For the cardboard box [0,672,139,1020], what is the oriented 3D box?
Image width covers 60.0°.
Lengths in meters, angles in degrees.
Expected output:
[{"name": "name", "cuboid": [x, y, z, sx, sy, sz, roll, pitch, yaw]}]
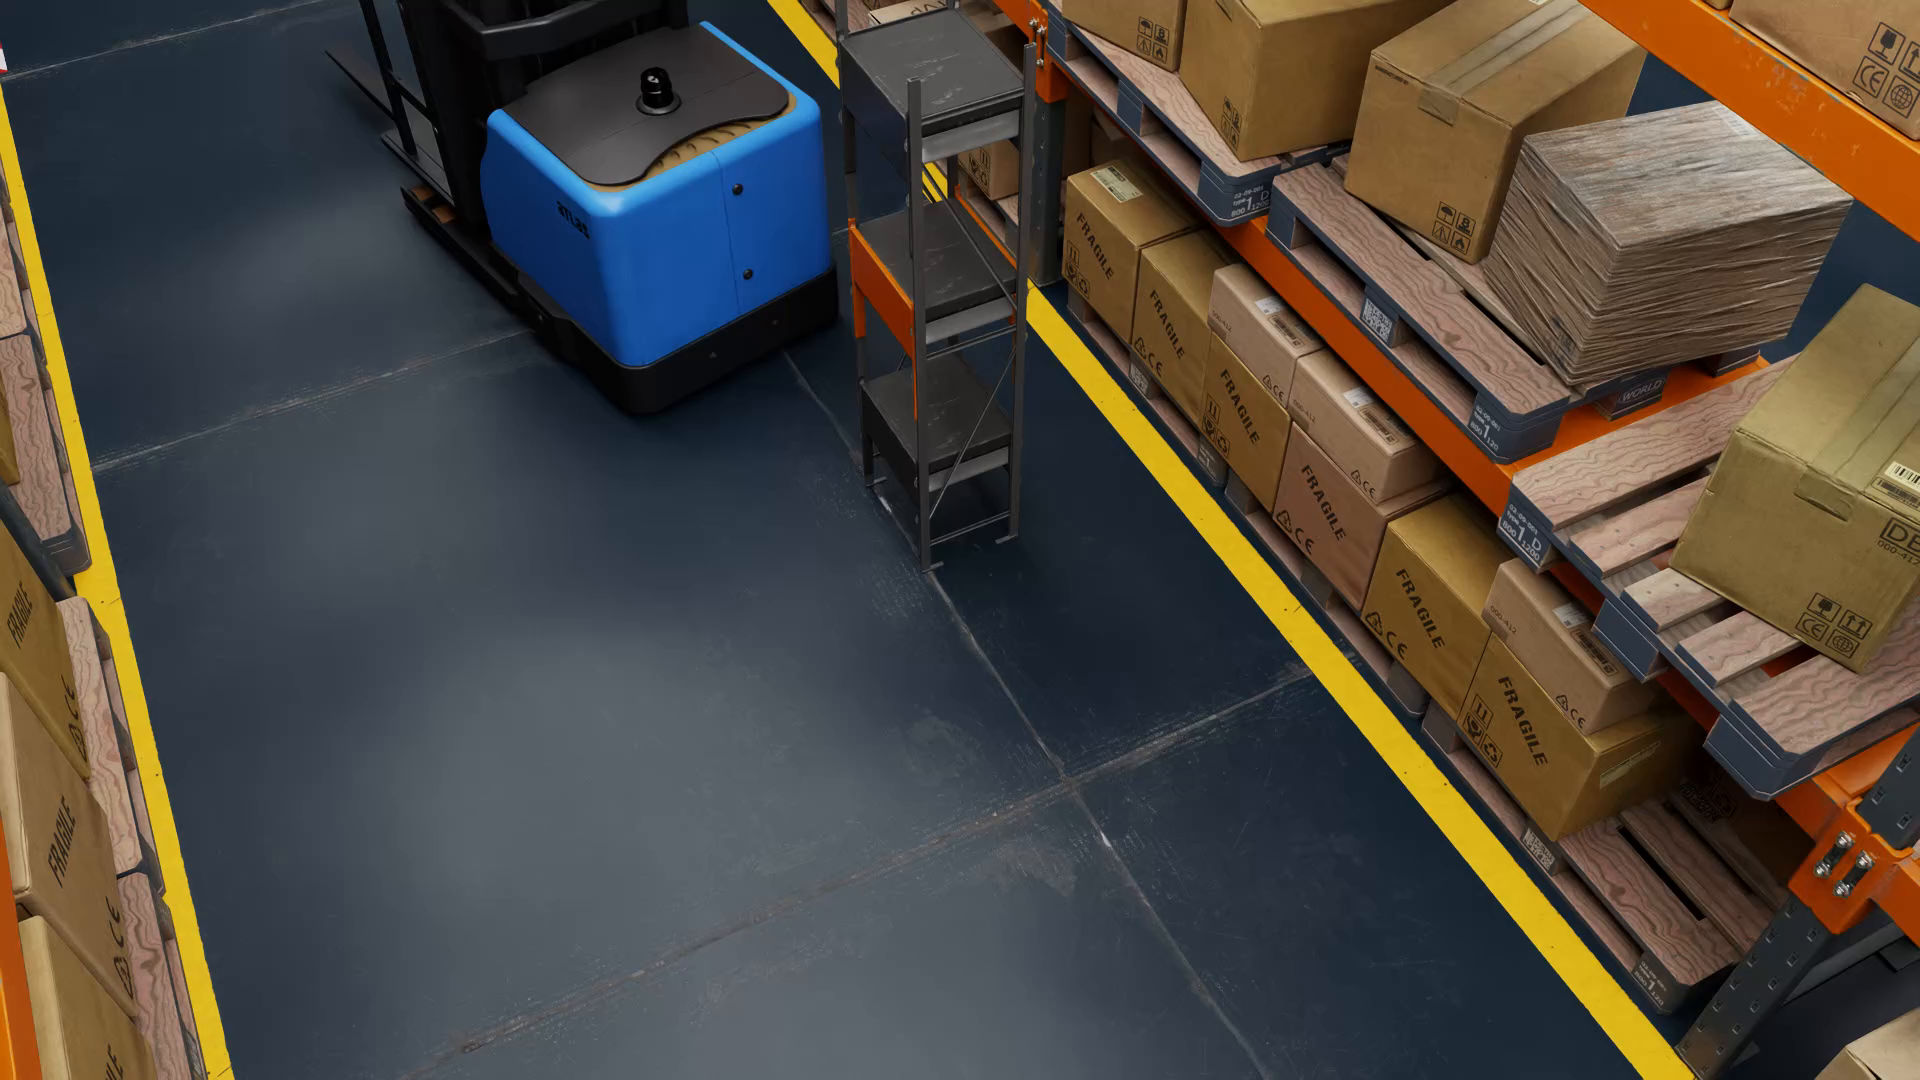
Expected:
[{"name": "cardboard box", "cuboid": [-2.825, 0.977, 4.552, 0.750, 0.750, 0.750, -20, 52, -16]}]

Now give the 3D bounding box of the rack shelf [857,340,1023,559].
[{"name": "rack shelf", "cuboid": [-0.076, -0.332, 6.094, 0.431, 0.518, 0.480, -21, 52, -18]}]

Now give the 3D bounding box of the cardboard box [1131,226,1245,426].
[{"name": "cardboard box", "cuboid": [1.014, -0.846, 6.366, 0.500, 0.500, 0.500, -20, 52, -17]}]

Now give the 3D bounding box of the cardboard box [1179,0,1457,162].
[{"name": "cardboard box", "cuboid": [1.145, -1.624, 5.332, 0.700, 0.500, 0.500, -14, 50, -12]}]

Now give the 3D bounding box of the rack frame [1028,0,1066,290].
[{"name": "rack frame", "cuboid": [0.756, -2.285, 6.256, 1.000, 3.000, 0.127, -21, 52, -18]}]

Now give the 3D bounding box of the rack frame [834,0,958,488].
[{"name": "rack frame", "cuboid": [-0.187, -0.965, 5.699, 0.400, 2.100, 0.015, -21, 52, -18]}]

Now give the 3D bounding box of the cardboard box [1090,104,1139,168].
[{"name": "cardboard box", "cuboid": [0.756, -1.900, 7.413, 0.500, 0.311, 0.500, -21, 52, -18]}]

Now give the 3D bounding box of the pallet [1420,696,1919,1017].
[{"name": "pallet", "cuboid": [2.278, 0.797, 5.412, 1.003, 0.211, 1.213, -21, 52, -18]}]

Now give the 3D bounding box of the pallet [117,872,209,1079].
[{"name": "pallet", "cuboid": [-2.665, 1.650, 4.667, 1.003, 0.211, 1.213, -21, 52, -18]}]

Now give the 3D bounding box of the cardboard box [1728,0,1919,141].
[{"name": "cardboard box", "cuboid": [2.123, -1.250, 3.291, 0.910, 0.500, 0.500, -21, 52, -18]}]

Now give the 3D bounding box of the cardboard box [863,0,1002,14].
[{"name": "cardboard box", "cuboid": [-0.109, -2.864, 8.128, 0.797, 0.503, 0.637, -21, 52, -18]}]

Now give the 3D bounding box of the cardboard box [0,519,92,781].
[{"name": "cardboard box", "cuboid": [-3.234, 0.383, 5.071, 0.750, 0.750, 0.750, -21, 52, -17]}]

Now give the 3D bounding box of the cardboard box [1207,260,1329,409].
[{"name": "cardboard box", "cuboid": [1.218, -0.777, 5.807, 0.500, 0.250, 0.500, -21, 52, -17]}]

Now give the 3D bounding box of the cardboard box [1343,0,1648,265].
[{"name": "cardboard box", "cuboid": [1.619, -1.295, 5.044, 0.700, 0.500, 0.500, -34, 57, -26]}]

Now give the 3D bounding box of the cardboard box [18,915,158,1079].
[{"name": "cardboard box", "cuboid": [-2.432, 1.544, 4.056, 0.750, 0.750, 0.750, -21, 52, -18]}]

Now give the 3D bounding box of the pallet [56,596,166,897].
[{"name": "pallet", "cuboid": [-3.227, 0.832, 5.382, 1.003, 0.211, 1.213, -21, 52, -18]}]

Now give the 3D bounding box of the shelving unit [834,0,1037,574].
[{"name": "shelving unit", "cuboid": [-0.076, -0.802, 5.557, 0.431, 2.100, 0.503, -21, 52, -18]}]

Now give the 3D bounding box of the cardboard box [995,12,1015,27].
[{"name": "cardboard box", "cuboid": [0.351, -2.428, 7.971, 0.380, 0.166, 0.250, -21, 52, -18]}]

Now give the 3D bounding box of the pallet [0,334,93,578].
[{"name": "pallet", "cuboid": [-3.926, -0.194, 6.280, 1.003, 0.211, 1.213, -21, 52, -18]}]

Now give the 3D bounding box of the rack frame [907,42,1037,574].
[{"name": "rack frame", "cuboid": [0.036, -0.639, 5.414, 0.400, 2.100, 0.015, -21, 52, -18]}]

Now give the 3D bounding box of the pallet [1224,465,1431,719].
[{"name": "pallet", "cuboid": [1.724, -0.018, 6.126, 1.003, 0.211, 1.213, -21, 52, -18]}]

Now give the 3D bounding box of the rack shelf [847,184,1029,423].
[{"name": "rack shelf", "cuboid": [-0.076, -0.793, 5.567, 0.431, 0.518, 0.480, -21, 52, -18]}]

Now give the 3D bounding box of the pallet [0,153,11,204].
[{"name": "pallet", "cuboid": [-5.042, -1.827, 7.708, 1.003, 0.211, 1.213, -21, 52, -18]}]

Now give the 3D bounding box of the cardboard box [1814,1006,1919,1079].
[{"name": "cardboard box", "cuboid": [2.565, 1.426, 4.185, 0.500, 0.311, 0.500, -20, 52, -16]}]

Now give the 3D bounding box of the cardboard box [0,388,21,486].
[{"name": "cardboard box", "cuboid": [-3.898, -0.427, 6.013, 0.700, 0.500, 0.500, -21, 52, -17]}]

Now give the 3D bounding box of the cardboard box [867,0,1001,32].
[{"name": "cardboard box", "cuboid": [-0.100, -2.330, 7.789, 0.500, 0.311, 0.500, -21, 52, -18]}]

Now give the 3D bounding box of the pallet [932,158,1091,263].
[{"name": "pallet", "cuboid": [0.442, -1.827, 7.708, 1.003, 0.211, 1.213, -21, 52, -18]}]

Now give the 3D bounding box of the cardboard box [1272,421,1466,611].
[{"name": "cardboard box", "cuboid": [1.467, -0.171, 5.775, 0.500, 0.500, 0.500, -23, 53, -19]}]

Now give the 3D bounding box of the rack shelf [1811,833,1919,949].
[{"name": "rack shelf", "cuboid": [3.501, 1.967, 3.014, 1.077, 0.370, 4.000, -21, 52, -18]}]

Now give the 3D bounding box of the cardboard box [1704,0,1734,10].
[{"name": "cardboard box", "cuboid": [1.885, -1.598, 3.596, 0.910, 0.500, 0.500, -21, 52, -18]}]

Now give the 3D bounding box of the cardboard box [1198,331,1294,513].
[{"name": "cardboard box", "cuboid": [1.236, -0.509, 6.071, 0.500, 0.500, 0.500, -21, 52, -17]}]

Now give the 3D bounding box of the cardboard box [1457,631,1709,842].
[{"name": "cardboard box", "cuboid": [1.949, 0.525, 5.166, 0.500, 0.500, 0.500, -19, 52, -16]}]

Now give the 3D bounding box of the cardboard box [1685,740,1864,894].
[{"name": "cardboard box", "cuboid": [2.632, 0.667, 5.042, 0.500, 0.500, 0.500, -19, 52, -16]}]

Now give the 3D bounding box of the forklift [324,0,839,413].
[{"name": "forklift", "cuboid": [-1.846, -2.510, 6.498, 1.130, 2.935, 3.031, -33, 56, -25]}]

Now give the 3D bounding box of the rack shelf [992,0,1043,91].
[{"name": "rack shelf", "cuboid": [-0.160, -3.387, 7.697, 1.077, 0.370, 4.000, -21, 52, -18]}]

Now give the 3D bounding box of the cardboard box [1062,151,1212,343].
[{"name": "cardboard box", "cuboid": [0.760, -1.199, 6.675, 0.500, 0.500, 0.500, -23, 53, -19]}]

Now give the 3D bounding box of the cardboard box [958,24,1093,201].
[{"name": "cardboard box", "cuboid": [0.243, -1.891, 7.279, 0.500, 0.500, 0.500, -21, 52, -18]}]

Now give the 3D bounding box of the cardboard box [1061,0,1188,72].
[{"name": "cardboard box", "cuboid": [0.774, -2.062, 5.715, 0.500, 0.500, 0.700, 35, 58, 27]}]

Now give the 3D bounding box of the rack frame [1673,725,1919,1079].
[{"name": "rack frame", "cuboid": [2.586, 0.392, 3.914, 1.000, 3.000, 0.127, -21, 52, -18]}]

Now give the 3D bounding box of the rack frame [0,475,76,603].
[{"name": "rack frame", "cuboid": [-3.647, -0.576, 4.761, 1.000, 3.000, 0.127, -21, 52, -18]}]

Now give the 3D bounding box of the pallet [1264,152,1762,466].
[{"name": "pallet", "cuboid": [1.692, -0.845, 5.124, 1.003, 0.211, 1.213, -21, 52, -18]}]

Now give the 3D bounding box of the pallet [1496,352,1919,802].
[{"name": "pallet", "cuboid": [2.214, 0.026, 4.362, 1.213, 0.211, 1.003, -21, 52, -18]}]

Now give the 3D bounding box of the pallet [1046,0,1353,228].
[{"name": "pallet", "cuboid": [1.024, -1.649, 5.827, 1.003, 0.211, 1.213, -21, 52, -18]}]

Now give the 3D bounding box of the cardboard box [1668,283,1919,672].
[{"name": "cardboard box", "cuboid": [2.198, -0.162, 4.053, 0.500, 0.500, 0.700, 35, 58, 27]}]

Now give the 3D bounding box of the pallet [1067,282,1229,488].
[{"name": "pallet", "cuboid": [1.162, -0.836, 6.841, 1.003, 0.211, 1.213, -21, 52, -18]}]

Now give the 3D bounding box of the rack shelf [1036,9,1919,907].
[{"name": "rack shelf", "cuboid": [1.671, -0.710, 5.356, 1.077, 0.370, 4.000, -21, 52, -18]}]

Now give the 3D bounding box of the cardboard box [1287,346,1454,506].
[{"name": "cardboard box", "cuboid": [1.448, -0.441, 5.513, 0.500, 0.250, 0.500, -22, 52, -18]}]

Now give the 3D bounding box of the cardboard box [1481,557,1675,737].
[{"name": "cardboard box", "cuboid": [1.920, 0.242, 4.916, 0.500, 0.250, 0.500, -19, 52, -16]}]

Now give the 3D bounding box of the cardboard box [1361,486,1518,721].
[{"name": "cardboard box", "cuboid": [1.713, 0.179, 5.469, 0.500, 0.500, 0.500, -23, 53, -19]}]

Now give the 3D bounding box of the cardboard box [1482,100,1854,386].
[{"name": "cardboard box", "cuboid": [1.949, -0.840, 4.646, 0.700, 0.500, 0.500, -12, 50, -11]}]

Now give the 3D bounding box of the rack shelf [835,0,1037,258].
[{"name": "rack shelf", "cuboid": [-0.076, -1.254, 5.040, 0.431, 0.518, 0.480, -21, 52, -18]}]

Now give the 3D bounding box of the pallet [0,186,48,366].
[{"name": "pallet", "cuboid": [-4.488, -1.012, 6.995, 1.003, 0.211, 1.213, -21, 52, -18]}]

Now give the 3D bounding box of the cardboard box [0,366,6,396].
[{"name": "cardboard box", "cuboid": [-4.125, -0.765, 6.308, 0.700, 0.500, 0.500, -22, 52, -18]}]

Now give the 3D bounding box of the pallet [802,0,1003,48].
[{"name": "pallet", "cuboid": [-0.120, -2.645, 8.423, 1.003, 0.211, 1.213, -21, 52, -18]}]
